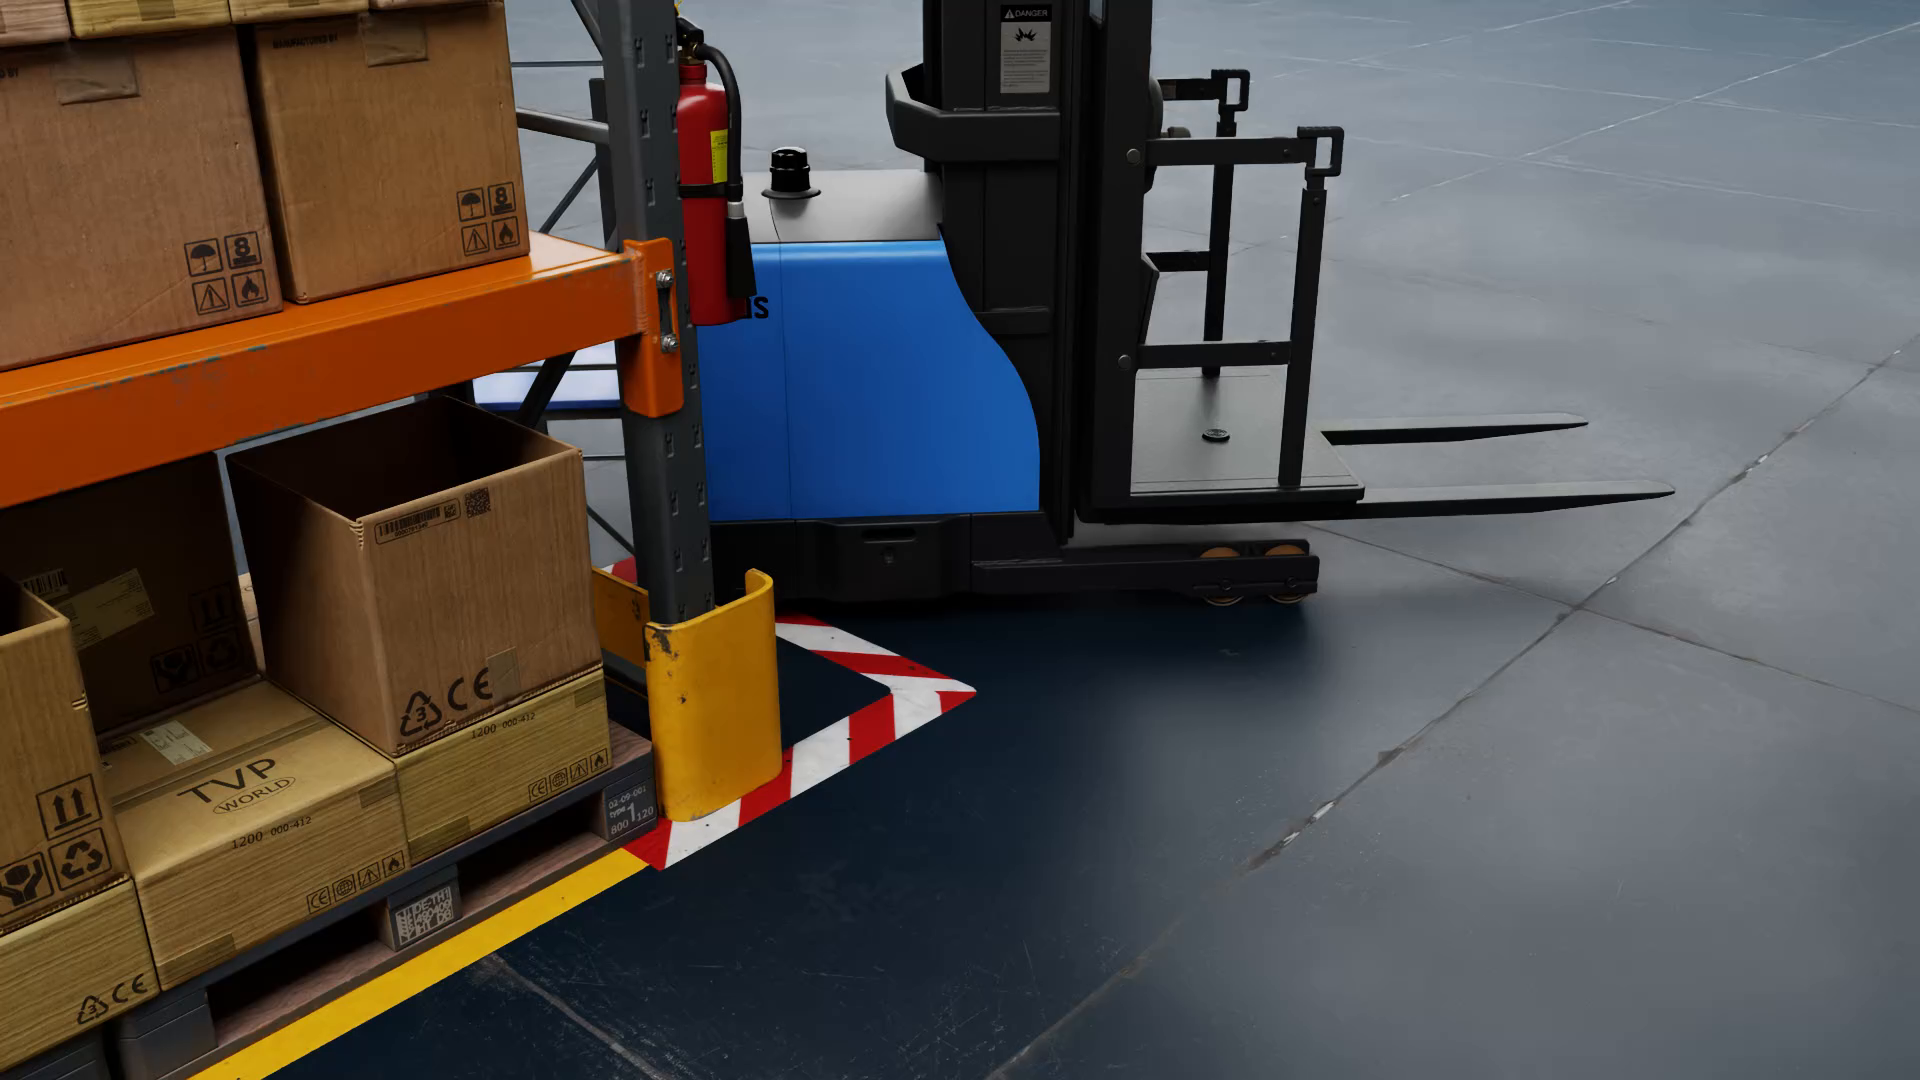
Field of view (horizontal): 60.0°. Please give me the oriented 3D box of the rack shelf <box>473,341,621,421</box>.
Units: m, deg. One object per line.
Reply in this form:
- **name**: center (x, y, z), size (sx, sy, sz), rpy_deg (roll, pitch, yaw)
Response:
- **rack shelf**: center (-1.148, -0.496, 4.958), size (0.538, 0.185, 1.000), rpy_deg (-2, 24, -3)

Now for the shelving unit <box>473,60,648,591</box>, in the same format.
- **shelving unit**: center (-1.149, -0.660, 4.884), size (0.538, 1.500, 1.048), rpy_deg (-2, 24, -3)

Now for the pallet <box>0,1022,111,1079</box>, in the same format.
- **pallet**: center (-2.261, 0.971, 2.827), size (1.003, 0.211, 1.213), rpy_deg (20, 31, 38)

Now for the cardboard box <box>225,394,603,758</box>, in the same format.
- **cardboard box**: center (-1.104, 0.050, 3.404), size (0.500, 0.500, 0.500), rpy_deg (20, 31, 38)

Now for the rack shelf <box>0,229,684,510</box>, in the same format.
- **rack shelf**: center (-2.302, 0.022, 2.415), size (1.077, 0.370, 4.000), rpy_deg (20, 31, 38)

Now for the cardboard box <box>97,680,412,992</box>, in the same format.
- **cardboard box**: center (-1.430, 0.547, 3.212), size (0.500, 0.250, 0.500), rpy_deg (20, 31, 38)

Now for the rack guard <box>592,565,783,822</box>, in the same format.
- **rack guard**: center (-0.952, 0.217, 4.154), size (1.175, 0.500, 0.348), rpy_deg (20, 31, 38)

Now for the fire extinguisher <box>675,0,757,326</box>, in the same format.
- **fire extinguisher**: center (-0.543, -0.790, 3.440), size (0.296, 0.674, 0.183), rpy_deg (20, 31, 38)

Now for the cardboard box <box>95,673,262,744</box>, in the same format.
- **cardboard box**: center (-1.822, 0.403, 3.532), size (0.500, 0.250, 0.500), rpy_deg (20, 31, 38)

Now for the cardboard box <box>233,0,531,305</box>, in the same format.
- **cardboard box**: center (-1.289, -0.823, 3.297), size (0.700, 0.500, 0.500), rpy_deg (20, 31, 38)

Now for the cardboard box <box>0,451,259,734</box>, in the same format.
- **cardboard box**: center (-1.823, 0.060, 3.380), size (0.500, 0.500, 0.500), rpy_deg (20, 31, 38)

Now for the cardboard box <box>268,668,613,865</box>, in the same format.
- **cardboard box**: center (-1.106, 0.391, 3.559), size (0.500, 0.250, 0.500), rpy_deg (20, 31, 38)

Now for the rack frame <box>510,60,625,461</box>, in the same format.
- **rack frame**: center (-1.179, -0.868, 5.347), size (0.500, 1.500, 0.032), rpy_deg (-2, 24, -3)

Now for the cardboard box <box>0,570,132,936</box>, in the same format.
- **cardboard box**: center (-1.760, 0.358, 2.716), size (0.500, 0.500, 0.500), rpy_deg (20, 31, 38)

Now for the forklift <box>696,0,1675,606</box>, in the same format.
- **forklift**: center (0.628, -1.360, 4.701), size (3.031, 2.935, 1.130), rpy_deg (-2, 24, -5)

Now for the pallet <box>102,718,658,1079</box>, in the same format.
- **pallet**: center (-1.447, 0.601, 3.652), size (1.003, 0.211, 1.213), rpy_deg (20, 31, 38)

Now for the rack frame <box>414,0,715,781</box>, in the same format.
- **rack frame**: center (-0.968, -0.916, 3.627), size (1.000, 3.000, 0.127), rpy_deg (20, 31, 38)

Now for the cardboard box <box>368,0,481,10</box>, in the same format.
- **cardboard box**: center (-1.081, -1.089, 3.098), size (0.380, 0.149, 0.250), rpy_deg (20, 31, 37)

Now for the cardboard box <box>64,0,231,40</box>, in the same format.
- **cardboard box**: center (-1.425, -0.931, 2.745), size (0.380, 0.149, 0.250), rpy_deg (20, 31, 37)

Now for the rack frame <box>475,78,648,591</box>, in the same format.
- **rack frame**: center (-1.120, -0.453, 4.421), size (0.500, 1.500, 0.032), rpy_deg (-2, 24, -3)

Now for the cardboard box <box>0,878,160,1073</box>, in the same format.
- **cardboard box**: center (-1.763, 0.700, 2.871), size (0.500, 0.250, 0.500), rpy_deg (20, 31, 38)

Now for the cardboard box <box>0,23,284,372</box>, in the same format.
- **cardboard box**: center (-1.636, -0.662, 2.937), size (0.700, 0.500, 0.500), rpy_deg (21, 32, 39)

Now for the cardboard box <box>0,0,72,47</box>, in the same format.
- **cardboard box**: center (-1.595, -0.855, 2.576), size (0.380, 0.149, 0.250), rpy_deg (21, 31, 38)

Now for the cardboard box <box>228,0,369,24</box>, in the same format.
- **cardboard box**: center (-1.254, -1.009, 2.919), size (0.380, 0.149, 0.250), rpy_deg (21, 32, 39)

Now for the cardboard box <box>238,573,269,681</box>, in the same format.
- **cardboard box**: center (-1.491, 0.250, 3.874), size (0.500, 0.250, 0.500), rpy_deg (20, 31, 38)
